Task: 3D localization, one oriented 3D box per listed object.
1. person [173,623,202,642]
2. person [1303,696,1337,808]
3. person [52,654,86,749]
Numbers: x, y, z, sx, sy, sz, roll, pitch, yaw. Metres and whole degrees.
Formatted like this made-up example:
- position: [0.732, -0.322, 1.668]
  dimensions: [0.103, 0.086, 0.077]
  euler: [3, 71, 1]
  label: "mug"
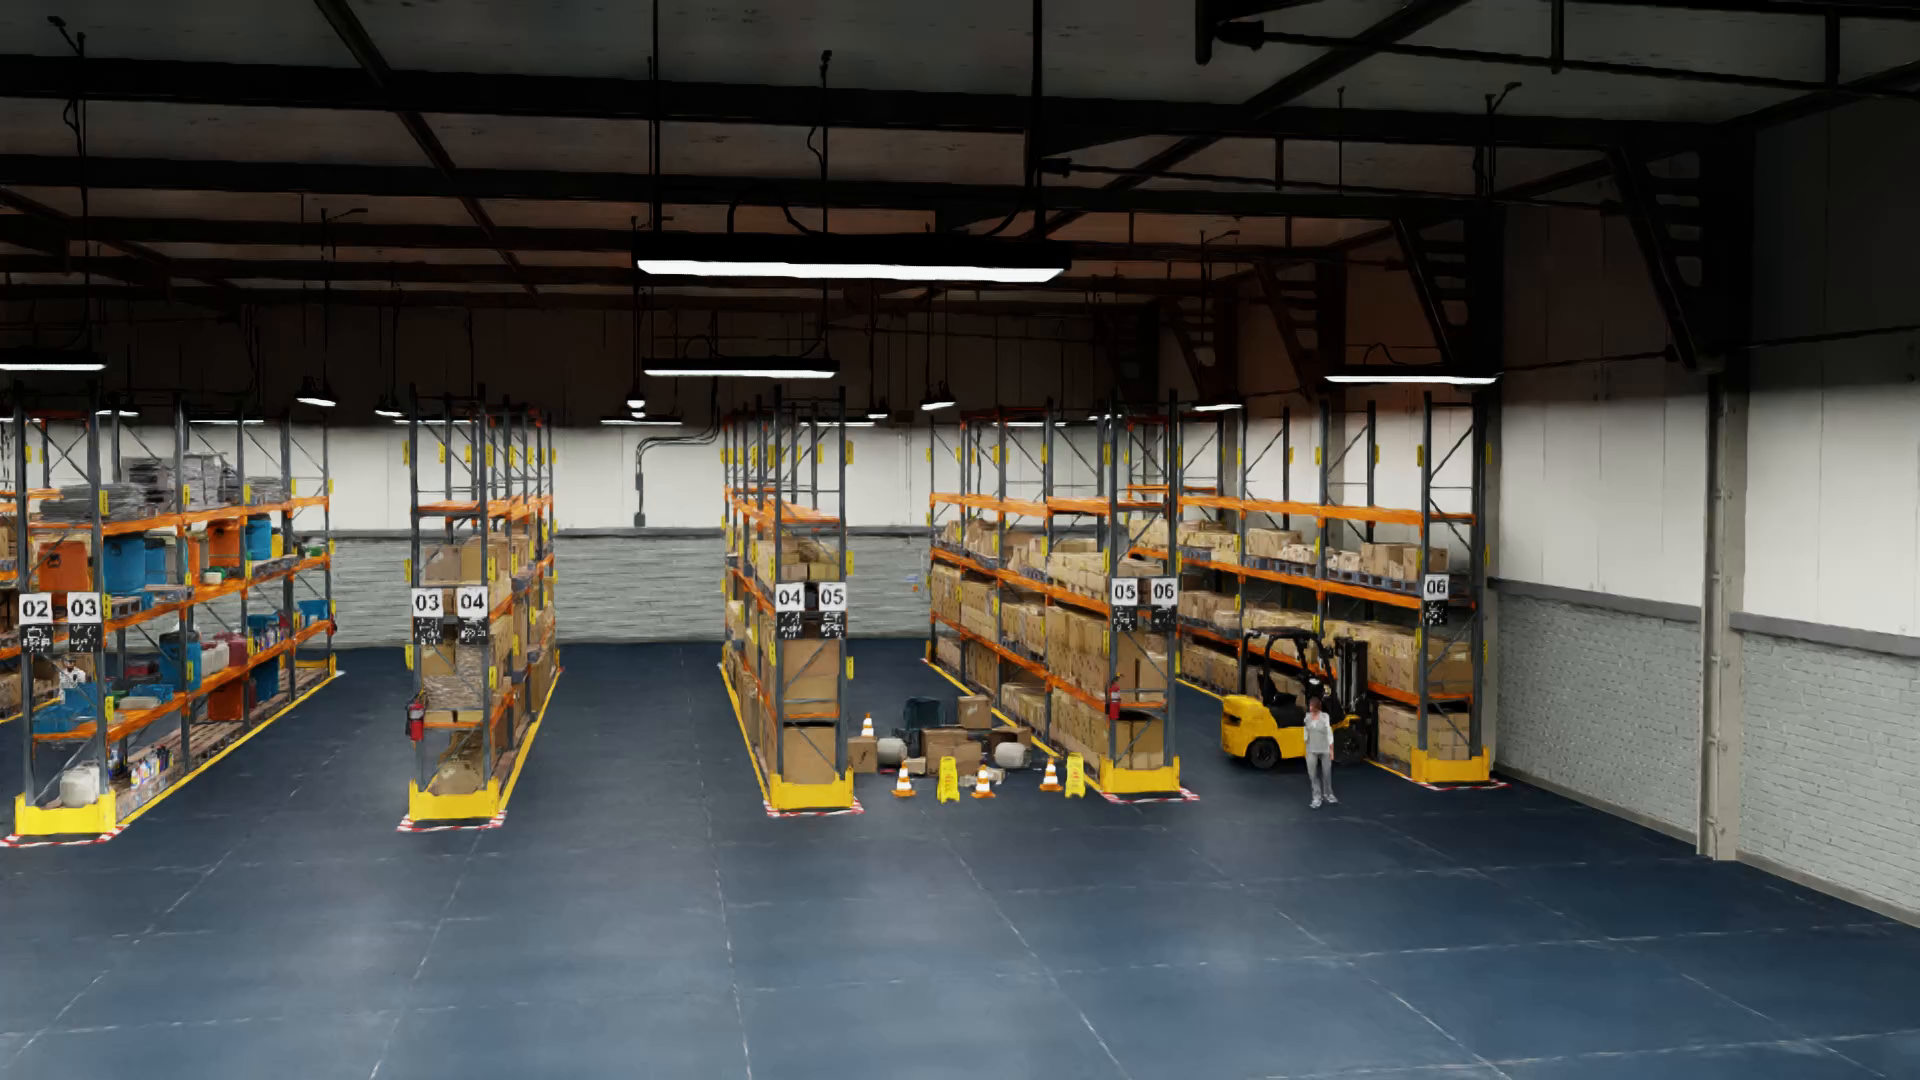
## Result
- position: [-16.869, 2.369, 36.256]
  dimensions: [0.625, 1.611, 0.582]
  euler: [-1, 3, -12]
  label: "person"
- position: [5.153, 3.009, 23.777]
  dimensions: [0.469, 1.584, 0.508]
  euler: [1, 3, 27]
  label: "person"
- position: [-15.231, 2.741, 28.537]
  dimensions: [0.488, 1.590, 1.079]
  euler: [-1, 3, -13]
  label: "person"
